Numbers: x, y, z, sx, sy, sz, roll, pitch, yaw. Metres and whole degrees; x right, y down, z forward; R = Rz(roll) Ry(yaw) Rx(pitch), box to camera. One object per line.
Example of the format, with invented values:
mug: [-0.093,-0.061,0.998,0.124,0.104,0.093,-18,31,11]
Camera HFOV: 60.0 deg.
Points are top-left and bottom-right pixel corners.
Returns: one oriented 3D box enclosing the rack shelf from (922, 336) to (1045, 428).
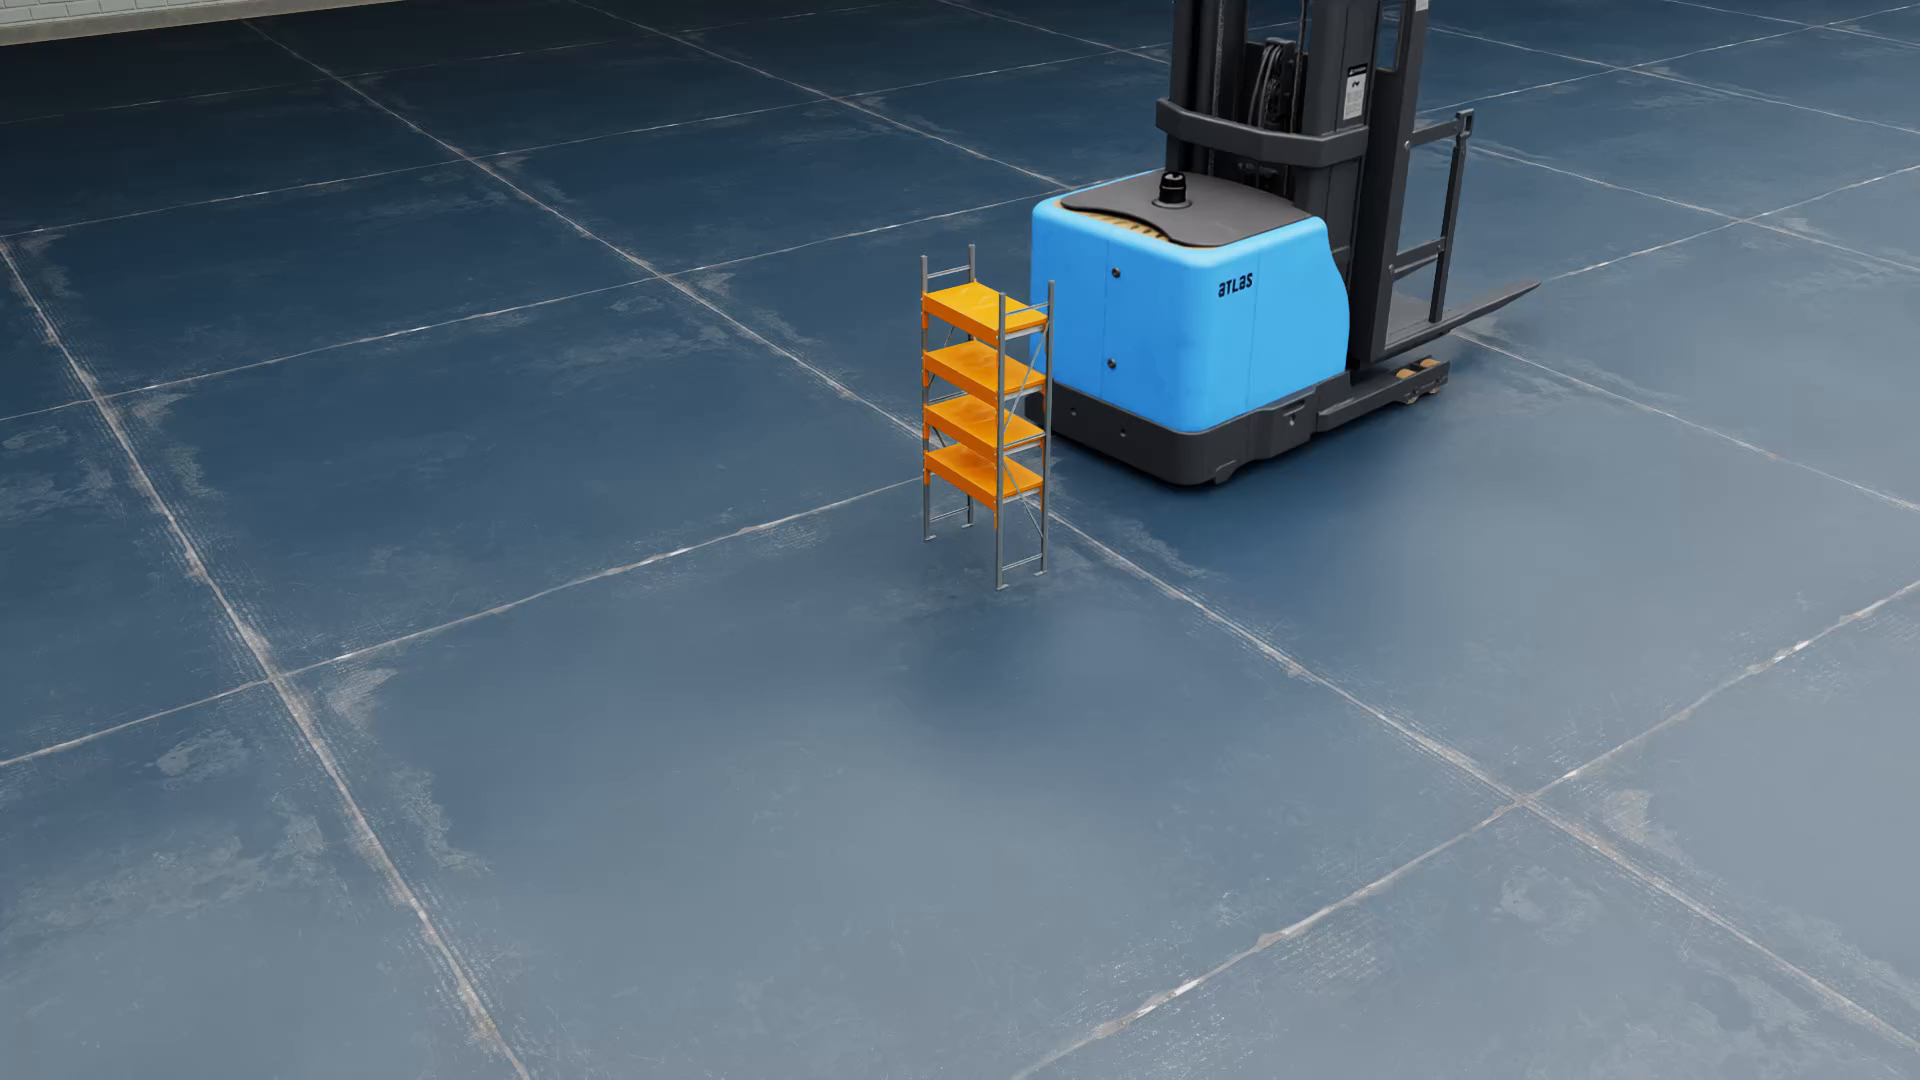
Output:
rack shelf: [0.096,-0.600,6.271,0.258,0.148,0.480,-19,34,-31]

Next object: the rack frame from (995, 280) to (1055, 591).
rack frame: [0.238,-0.368,6.170,0.240,1.200,0.015,-19,34,-31]

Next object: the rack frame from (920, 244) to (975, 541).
rack frame: [-0.046,-0.558,6.520,0.240,1.200,0.015,-19,34,-31]

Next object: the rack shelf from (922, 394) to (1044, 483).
rack shelf: [0.096,-0.404,6.377,0.258,0.148,0.480,-19,34,-31]

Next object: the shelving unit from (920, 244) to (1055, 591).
shelving unit: [0.096,-0.463,6.345,0.258,1.200,0.503,-19,34,-31]

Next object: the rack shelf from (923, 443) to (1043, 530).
rack shelf: [0.096,-0.229,6.472,0.258,0.148,0.480,-19,34,-31]

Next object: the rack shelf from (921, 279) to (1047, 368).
rack shelf: [0.096,-0.808,6.158,0.258,0.148,0.480,-19,34,-31]

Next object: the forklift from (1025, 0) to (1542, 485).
forklift: [1.733,-2.102,7.549,3.031,2.935,1.130,-23,36,-36]
